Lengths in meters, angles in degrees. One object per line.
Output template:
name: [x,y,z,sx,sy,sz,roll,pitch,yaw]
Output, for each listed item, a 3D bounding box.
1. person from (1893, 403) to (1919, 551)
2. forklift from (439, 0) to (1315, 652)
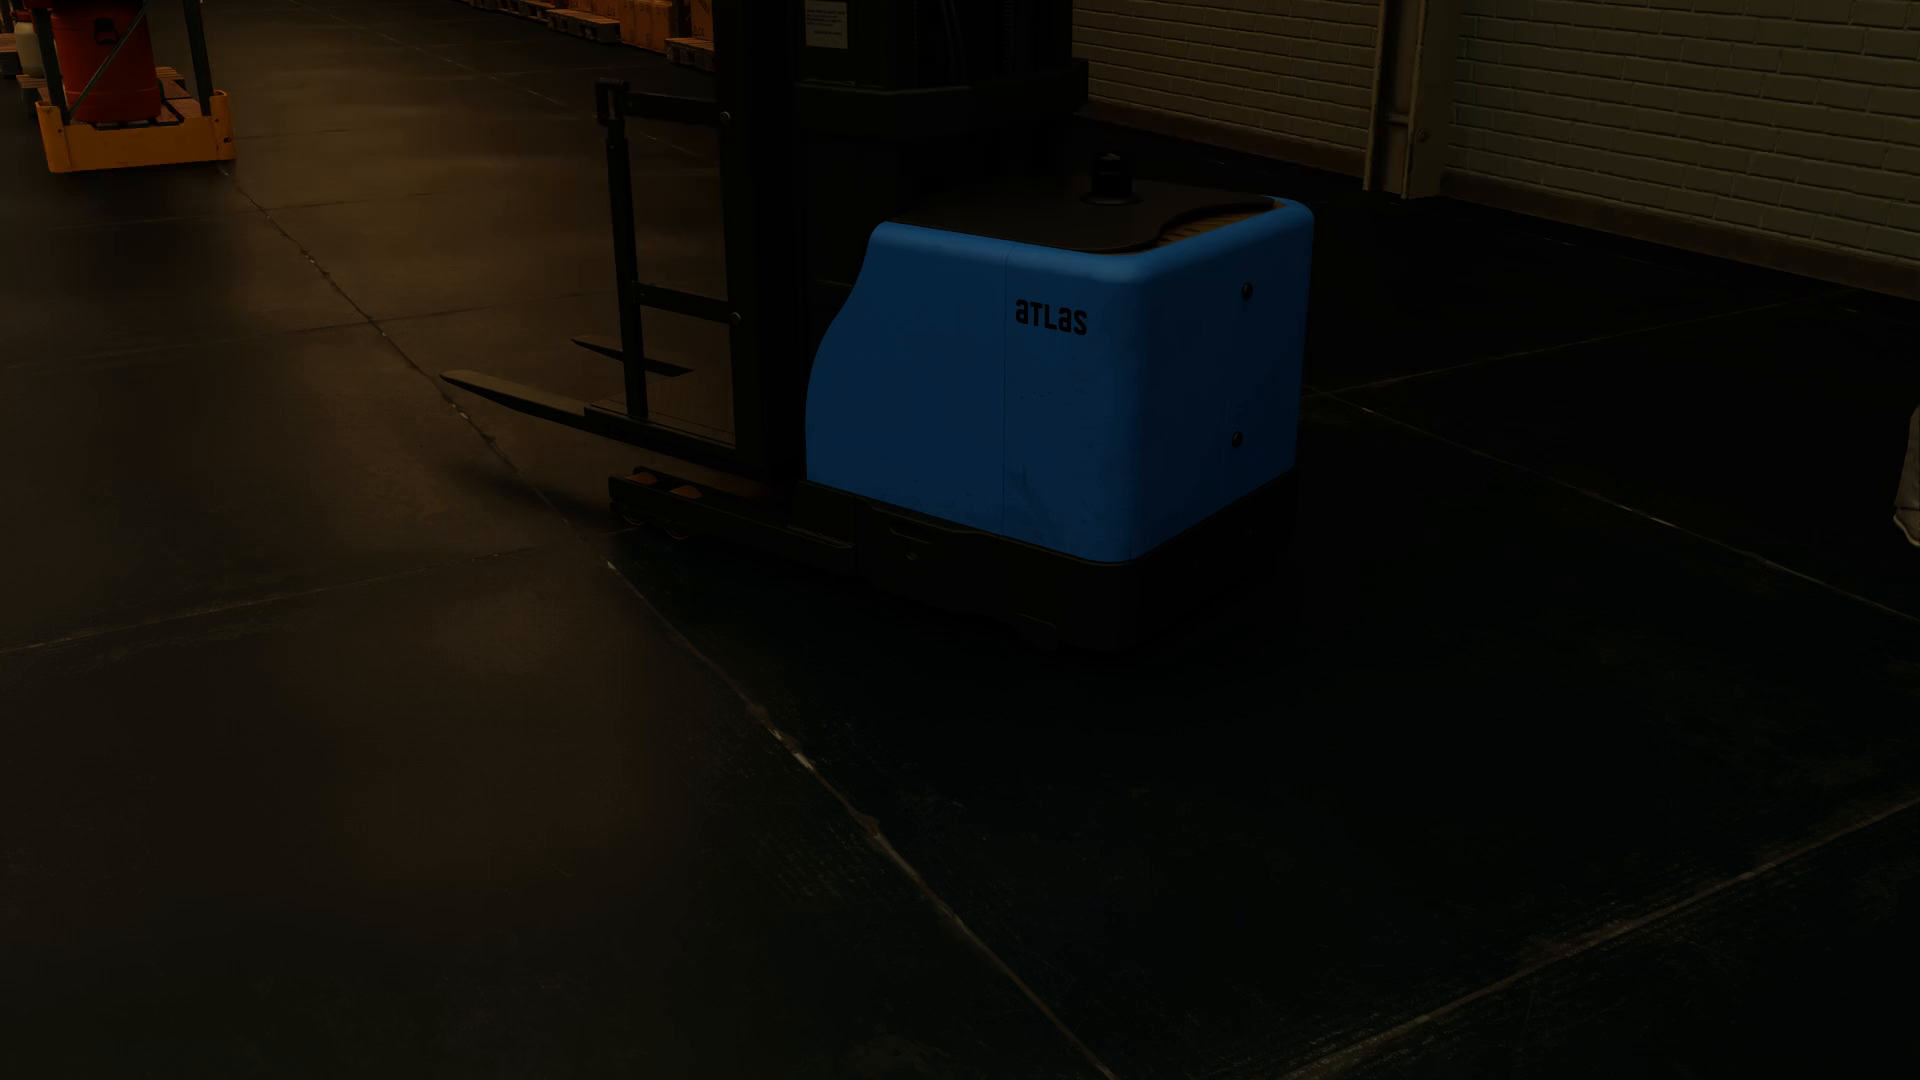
person: [3.117,-0.802,4.867,0.449,1.694,0.351,-4,23,-10]
forklift: [-0.481,-1.497,4.922,3.031,2.935,1.130,16,27,34]
